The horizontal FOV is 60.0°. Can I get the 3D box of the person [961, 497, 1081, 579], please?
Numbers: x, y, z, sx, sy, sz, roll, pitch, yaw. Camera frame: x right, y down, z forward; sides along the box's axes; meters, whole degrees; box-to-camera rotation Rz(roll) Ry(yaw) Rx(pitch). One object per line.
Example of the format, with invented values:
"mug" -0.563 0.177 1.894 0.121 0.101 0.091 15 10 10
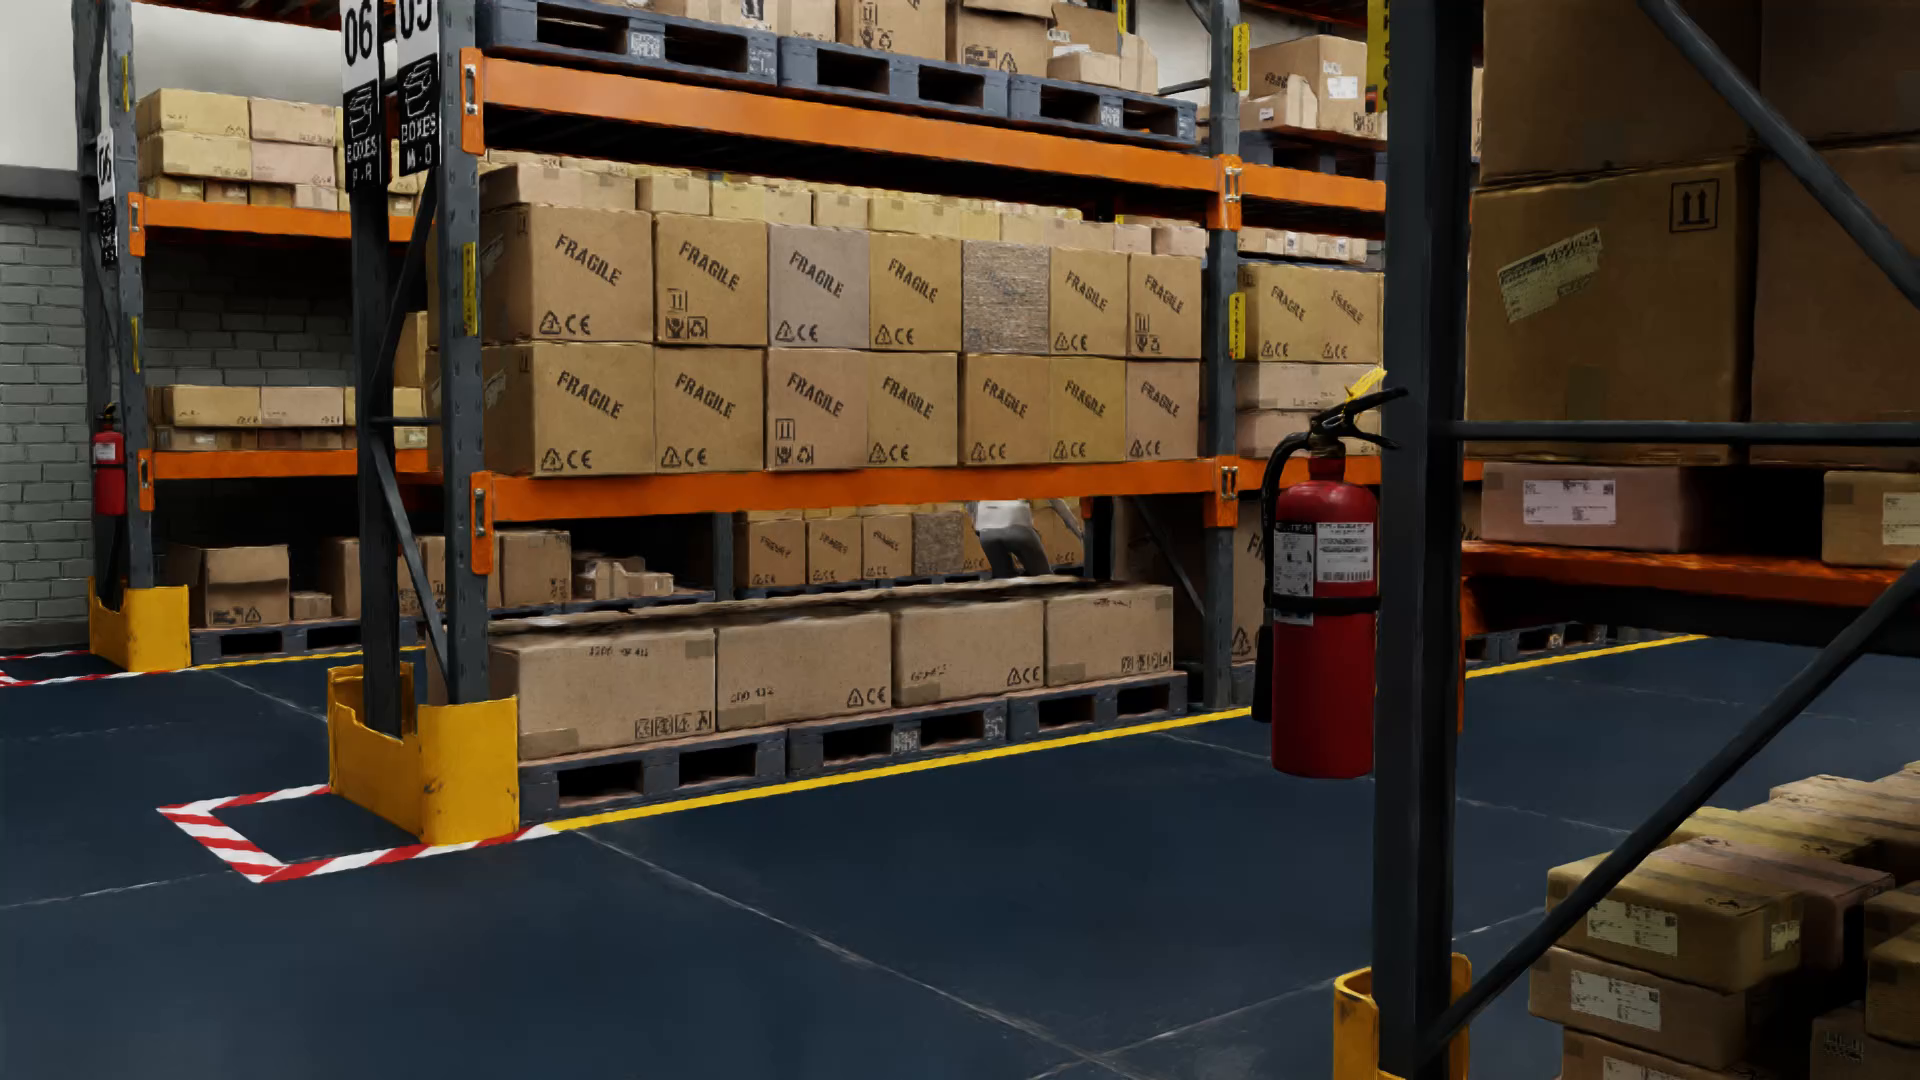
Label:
"person" 0.354 -0.062 10.570 0.762 1.625 0.471 2 5 27
